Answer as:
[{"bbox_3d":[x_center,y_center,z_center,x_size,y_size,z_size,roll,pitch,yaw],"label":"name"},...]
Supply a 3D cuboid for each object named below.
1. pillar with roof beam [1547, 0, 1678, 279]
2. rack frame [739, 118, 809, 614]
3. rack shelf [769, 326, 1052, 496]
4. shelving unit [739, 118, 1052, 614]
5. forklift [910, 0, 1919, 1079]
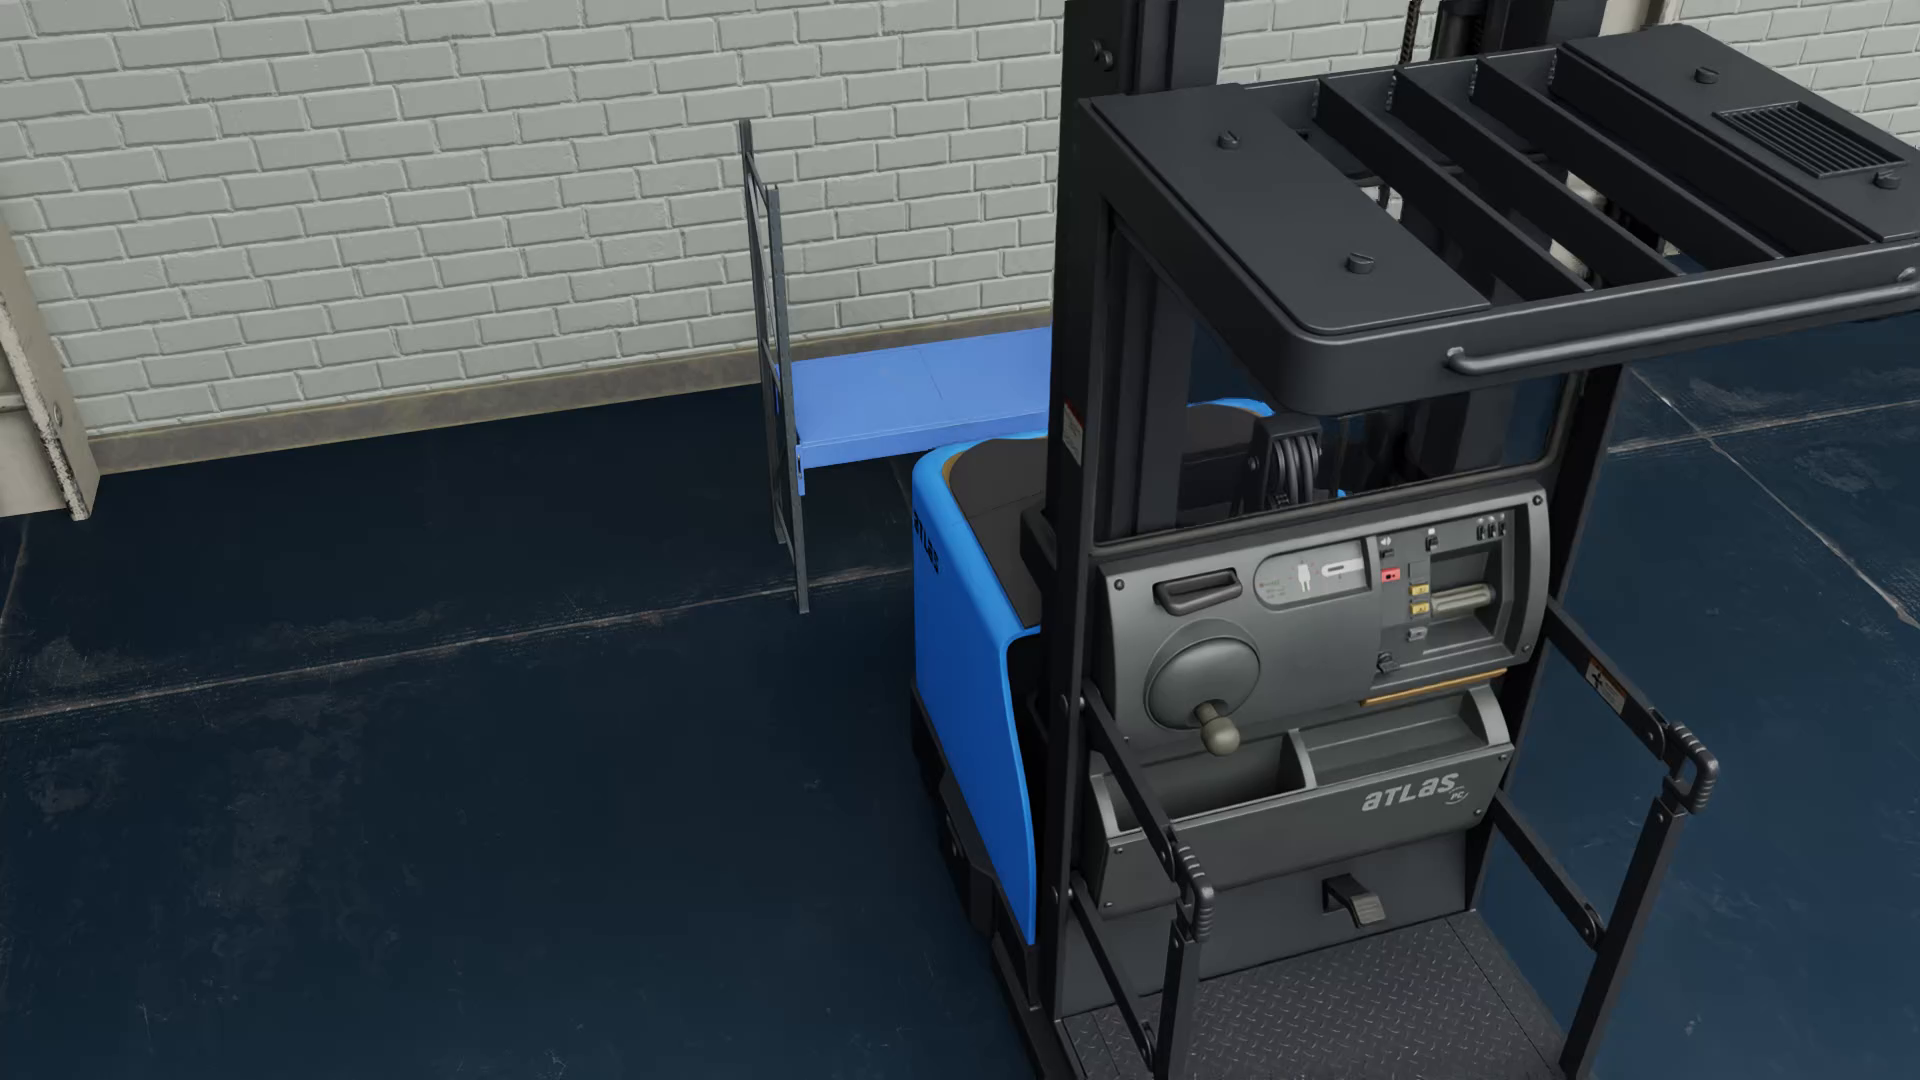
[{"bbox_3d":[3.621,-2.135,1.134,0.400,9.000,9.100,-9,38,-12],"label":"pillar with roof beam"},{"bbox_3d":[-0.573,-0.502,5.171,0.032,1.500,0.500,-9,38,-12],"label":"rack frame"},{"bbox_3d":[-0.082,-0.439,5.386,1.000,0.185,0.538,-9,38,-12],"label":"rack shelf"},{"bbox_3d":[-0.082,-0.582,5.277,1.048,1.500,0.538,-9,38,-12],"label":"shelving unit"},{"bbox_3d":[0.786,0.223,3.047,1.130,2.935,3.031,-11,39,-14],"label":"forklift"}]
